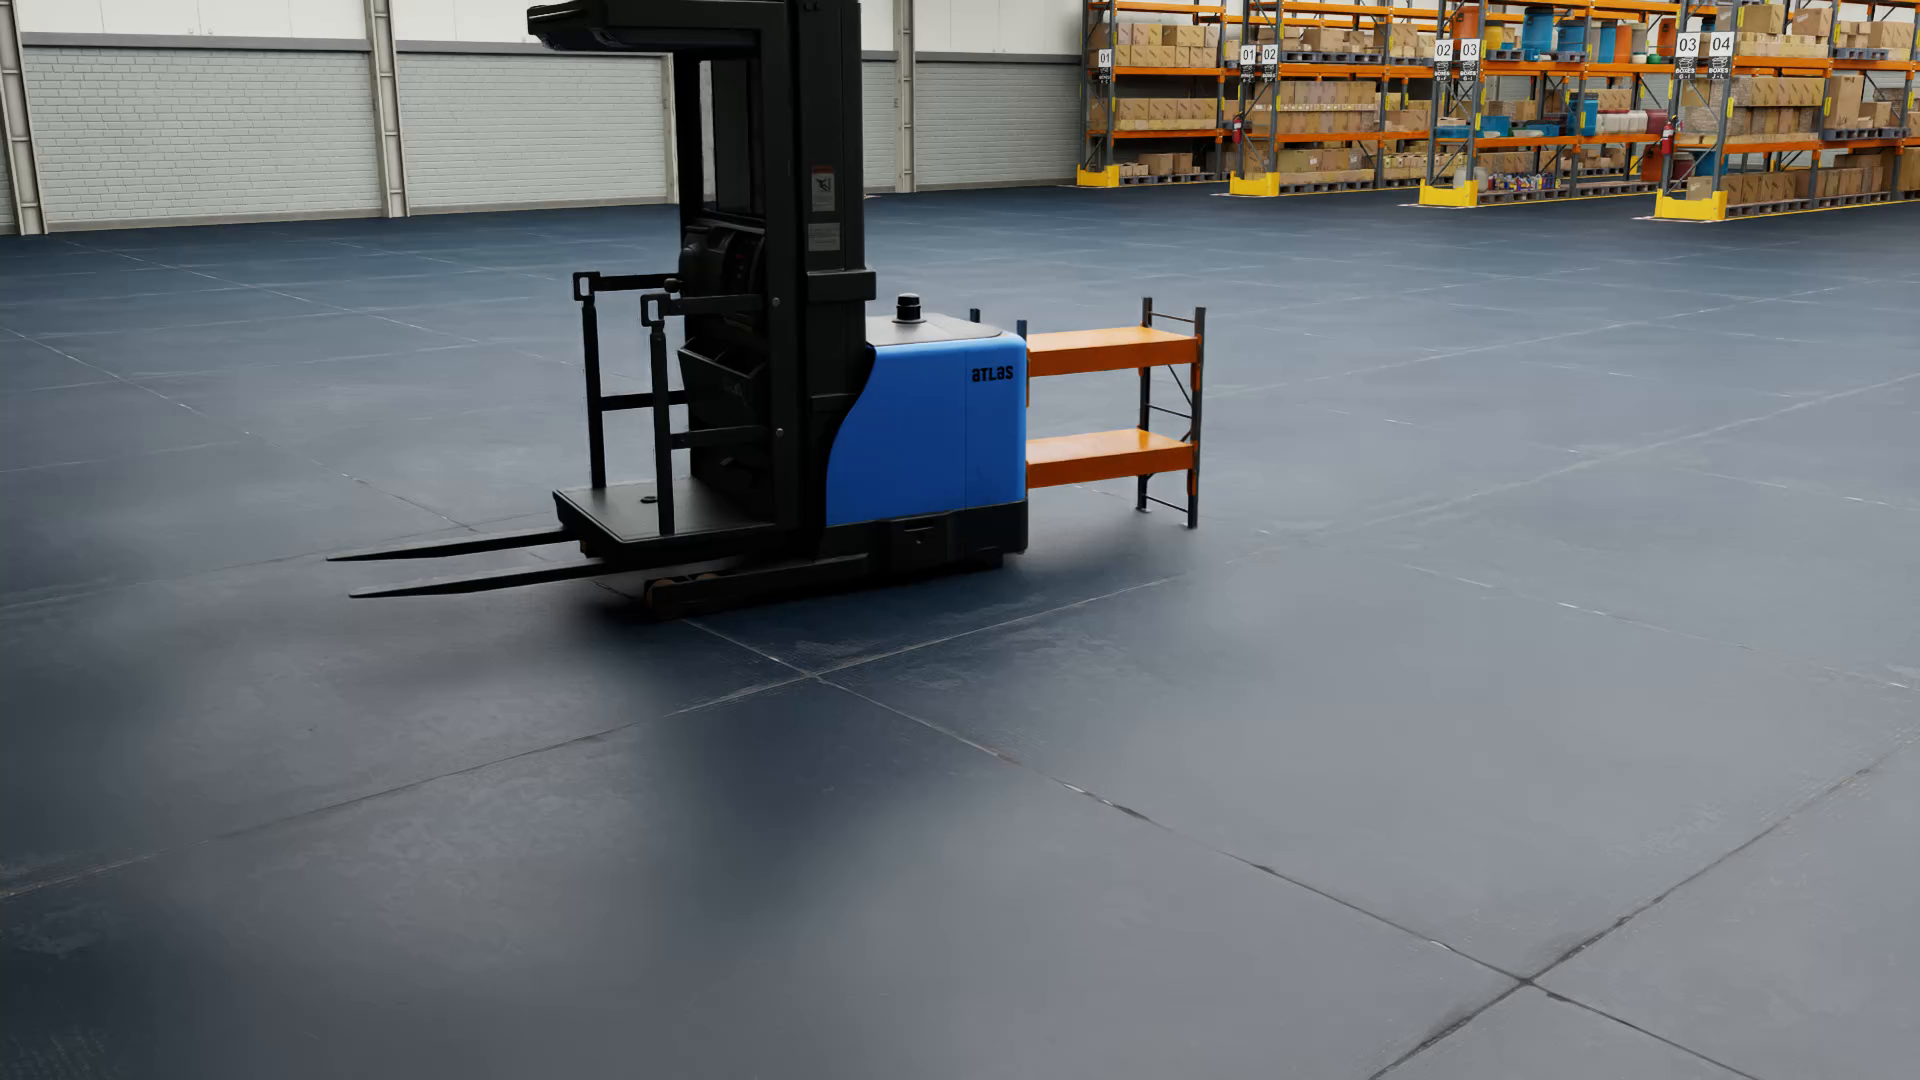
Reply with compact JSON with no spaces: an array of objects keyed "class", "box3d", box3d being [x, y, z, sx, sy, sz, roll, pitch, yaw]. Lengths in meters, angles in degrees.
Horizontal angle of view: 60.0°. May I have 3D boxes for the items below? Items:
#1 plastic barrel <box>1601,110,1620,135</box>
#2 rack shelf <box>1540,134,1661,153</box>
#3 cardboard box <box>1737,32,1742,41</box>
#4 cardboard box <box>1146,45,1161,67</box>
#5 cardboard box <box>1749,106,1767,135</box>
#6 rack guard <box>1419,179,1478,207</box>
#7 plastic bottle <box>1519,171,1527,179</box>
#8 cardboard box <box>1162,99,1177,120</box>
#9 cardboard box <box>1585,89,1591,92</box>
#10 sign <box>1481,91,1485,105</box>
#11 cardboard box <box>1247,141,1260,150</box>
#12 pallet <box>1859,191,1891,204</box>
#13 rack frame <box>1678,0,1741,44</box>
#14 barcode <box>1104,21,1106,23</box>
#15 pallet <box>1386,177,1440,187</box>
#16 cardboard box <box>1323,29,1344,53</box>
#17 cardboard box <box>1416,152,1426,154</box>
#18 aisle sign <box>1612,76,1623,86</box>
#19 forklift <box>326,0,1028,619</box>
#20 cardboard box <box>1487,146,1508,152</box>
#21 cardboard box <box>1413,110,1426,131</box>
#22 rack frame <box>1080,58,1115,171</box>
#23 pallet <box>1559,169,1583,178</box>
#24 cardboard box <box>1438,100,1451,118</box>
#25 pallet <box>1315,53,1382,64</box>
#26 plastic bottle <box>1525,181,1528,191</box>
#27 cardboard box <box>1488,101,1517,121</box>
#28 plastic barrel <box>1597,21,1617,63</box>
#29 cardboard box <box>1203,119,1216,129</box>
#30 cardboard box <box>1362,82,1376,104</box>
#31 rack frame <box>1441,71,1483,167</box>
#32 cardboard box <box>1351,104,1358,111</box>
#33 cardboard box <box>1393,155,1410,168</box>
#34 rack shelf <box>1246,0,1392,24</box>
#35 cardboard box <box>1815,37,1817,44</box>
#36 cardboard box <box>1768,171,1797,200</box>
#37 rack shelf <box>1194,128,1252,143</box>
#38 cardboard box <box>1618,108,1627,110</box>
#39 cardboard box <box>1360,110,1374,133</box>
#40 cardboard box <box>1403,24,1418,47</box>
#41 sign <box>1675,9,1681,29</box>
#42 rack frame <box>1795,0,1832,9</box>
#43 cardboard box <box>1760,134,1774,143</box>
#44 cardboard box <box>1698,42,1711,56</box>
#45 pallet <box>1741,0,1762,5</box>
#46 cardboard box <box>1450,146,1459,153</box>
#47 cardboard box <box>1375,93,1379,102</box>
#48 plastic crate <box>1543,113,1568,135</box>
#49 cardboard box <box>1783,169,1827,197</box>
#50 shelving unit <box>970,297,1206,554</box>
[{"class":"plastic barrel","box3d":[14.257,-9.182,36.549,0.433,0.535,0.433,0,15,0]},{"class":"rack shelf","box3d":[14.347,-8.864,37.016,4.000,0.370,1.077,-13,19,-39]},{"class":"cardboard box","box3d":[13.431,-8.802,29.095,0.250,0.149,0.380,-13,20,-40]},{"class":"cardboard box","box3d":[4.551,-11.812,40.612,0.500,0.500,0.500,-12,19,-37]},{"class":"cardboard box","box3d":[14.208,-7.695,30.475,0.500,0.500,0.875,-13,19,-39]},{"class":"rack guard","box3d":[9.847,-7.009,33.523,0.348,0.500,1.175,-13,19,-39]},{"class":"plastic bottle","box3d":[12.051,-7.721,35.625,0.185,0.351,0.144,-13,19,-39]},{"class":"cardboard box","box3d":[5.029,-10.703,41.307,0.500,0.500,0.500,-12,19,-38]},{"class":"cardboard box","box3d":[16.553,-11.837,44.620,0.500,0.500,0.500,-13,20,-41]},{"class":"sign","box3d":[12.973,-10.967,41.252,0.005,0.325,0.100,-13,19,-39]},{"class":"cardboard box","box3d":[7.599,-10.461,44.137,0.500,0.250,0.500,-13,20,-41]},{"class":"pallet","box3d":[18.516,-7.107,34.447,1.213,0.211,1.003,-13,19,-39]},{"class":"rack frame","box3d":[13.072,-10.129,28.733,0.127,3.000,1.000,-13,19,-39]},{"class":"barcode","box3d":[3.524,-12.612,40.546,0.075,0.075,0.001,-13,19,-39]},{"class":"pallet","box3d":[11.040,-8.831,40.900,1.213,0.211,1.003,-13,19,-39]},{"class":"cardboard box","box3d":[8.264,-11.353,37.842,0.637,0.503,0.797,-10,18,-33]},{"class":"cardboard box","box3d":[11.628,-9.538,41.575,0.500,0.311,0.500,-13,20,-41]},{"class":"aisle sign","box3d":[18.500,-13.195,46.799,0.004,0.787,0.394,-13,19,-39]},{"class":"forklift","box3d":[-1.225,-1.238,7.206,3.031,2.935,1.130,-8,17,-27]},{"class":"cardboard box","box3d":[13.967,-10.271,43.428,0.500,0.250,0.500,-13,20,-40]},{"class":"cardboard box","box3d":[10.954,-10.187,40.381,0.500,0.500,0.500,-13,19,-39]},{"class":"rack frame","box3d":[3.317,-10.124,40.338,0.127,3.000,1.000,-13,19,-39]},{"class":"pallet","box3d":[16.143,-9.962,45.135,1.213,0.211,1.003,-13,19,-39]},{"class":"cardboard box","box3d":[13.886,-12.638,49.169,0.700,0.700,0.980,-14,20,-42]},{"class":"pallet","box3d":[8.963,-11.094,38.331,1.213,0.211,1.003,-13,19,-39]},{"class":"plastic bottle","box3d":[11.801,-7.394,34.688,0.097,0.201,0.097,0,15,0]},{"class":"cardboard box","box3d":[13.823,-11.013,42.659,0.500,0.500,0.700,-9,17,-29]},{"class":"plastic barrel","box3d":[14.066,-10.914,36.513,0.708,0.901,0.600,-13,19,-39]},{"class":"cardboard box","box3d":[6.176,-10.599,42.370,0.500,0.250,0.500,-13,19,-39]},{"class":"cardboard box","box3d":[9.258,-10.436,38.801,0.500,0.500,0.700,-13,19,-39]},{"class":"rack frame","box3d":[12.607,-10.515,41.804,0.127,3.000,1.000,-13,19,-39]},{"class":"cardboard box","box3d":[8.943,-9.980,38.351,0.250,0.149,0.380,-13,20,-39]},{"class":"cardboard box","box3d":[10.445,-9.088,39.889,0.500,0.311,0.500,-13,20,-40]},{"class":"rack shelf","box3d":[8.080,-11.856,37.369,4.000,0.370,1.077,-13,19,-39]},{"class":"cardboard box","box3d":[15.772,-9.339,31.106,0.250,0.149,0.380,-12,19,-39]},{"class":"cardboard box","box3d":[15.761,-6.844,32.088,0.500,0.500,0.500,-13,20,-41]},{"class":"rack shelf","box3d":[7.843,-10.793,44.236,4.000,0.370,1.077,-13,19,-39]},{"class":"cardboard box","box3d":[18.093,-11.701,46.050,0.500,0.500,0.500,-12,19,-39]},{"class":"cardboard box","box3d":[9.258,-9.809,38.968,0.500,0.500,0.700,-13,20,-41]},{"class":"cardboard box","box3d":[10.495,-11.977,39.489,0.500,0.500,0.500,-10,18,-34]},{"class":"sign","box3d":[12.722,-9.219,29.424,0.005,0.325,0.100,-13,19,-39]},{"class":"rack frame","box3d":[21.890,-13.804,42.491,0.127,3.000,1.000,-13,19,-39]},{"class":"cardboard box","box3d":[14.638,-7.346,30.428,0.250,0.149,0.380,-13,19,-39]},{"class":"cardboard box","box3d":[13.268,-8.739,29.631,0.500,0.250,0.500,-12,19,-38]},{"class":"pallet","box3d":[18.269,-12.696,39.483,1.213,0.211,1.003,-13,19,-39]},{"class":"cardboard box","box3d":[14.547,-11.607,49.919,0.500,0.500,0.700,-13,20,-40]},{"class":"cardboard box","box3d":[11.408,-12.420,46.674,0.500,0.250,0.500,-12,19,-38]},{"class":"plastic crate","box3d":[13.002,-9.045,36.176,0.583,0.464,0.402,-13,19,-39]},{"class":"cardboard box","box3d":[16.566,-7.013,32.684,0.700,0.500,0.500,14,21,43]},{"class":"shelving unit","box3d":[0.629,-0.595,8.297,1.048,1.125,0.538,-8,17,-27]}]
